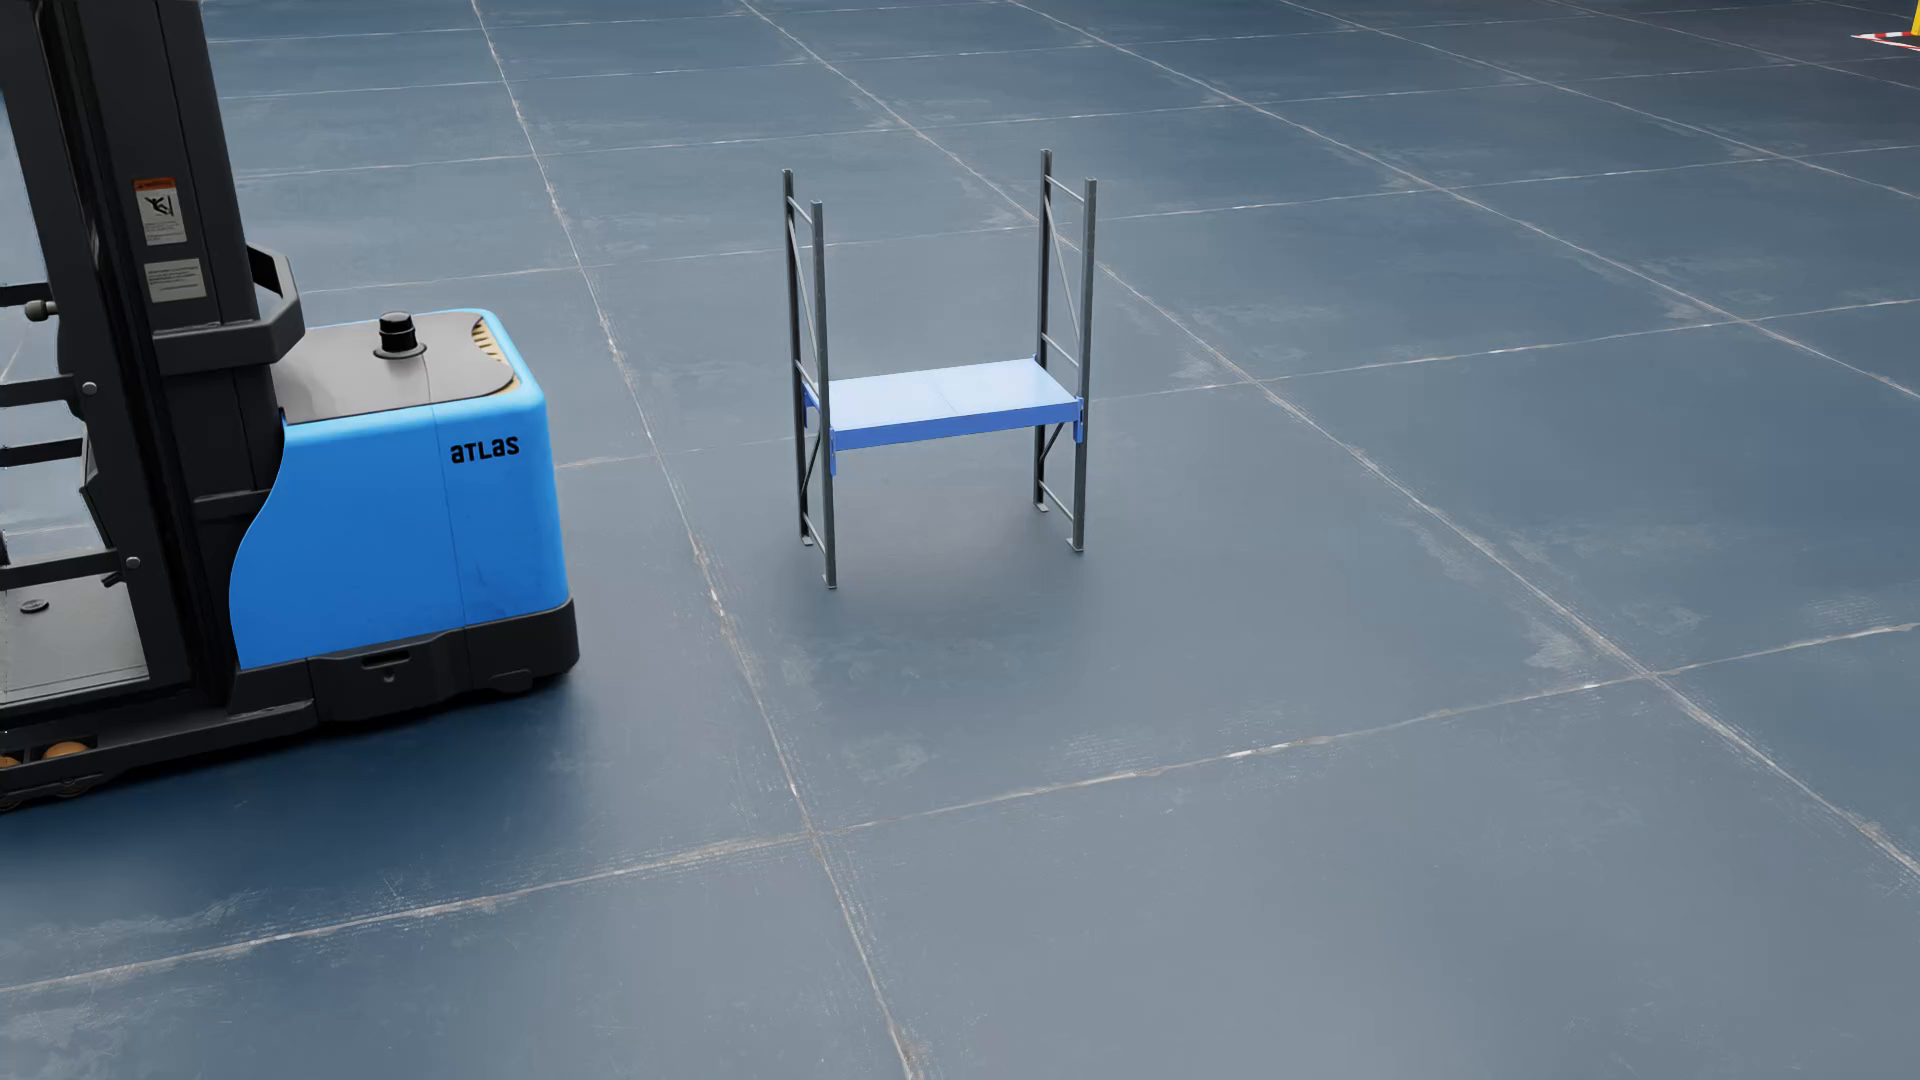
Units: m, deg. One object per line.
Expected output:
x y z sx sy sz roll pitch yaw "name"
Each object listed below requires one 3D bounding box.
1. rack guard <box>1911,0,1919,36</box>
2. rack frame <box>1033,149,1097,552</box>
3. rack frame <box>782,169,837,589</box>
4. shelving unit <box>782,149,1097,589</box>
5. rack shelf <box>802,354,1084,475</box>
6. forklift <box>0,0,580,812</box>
10.301 -5.321 16.905 0.348 0.500 1.175 -8 28 -16 "rack guard"
0.402 -0.730 6.534 0.032 1.500 0.500 -8 28 -16 "rack frame"
-0.564 -0.590 6.252 0.032 1.500 0.500 -8 28 -16 "rack frame"
-0.081 -0.660 6.393 1.048 1.500 0.538 -8 28 -16 "shelving unit"
-0.081 -0.499 6.473 1.000 0.185 0.538 -8 28 -16 "rack shelf"
-2.881 -0.750 4.964 3.031 2.935 1.130 -11 29 -21 "forklift"
